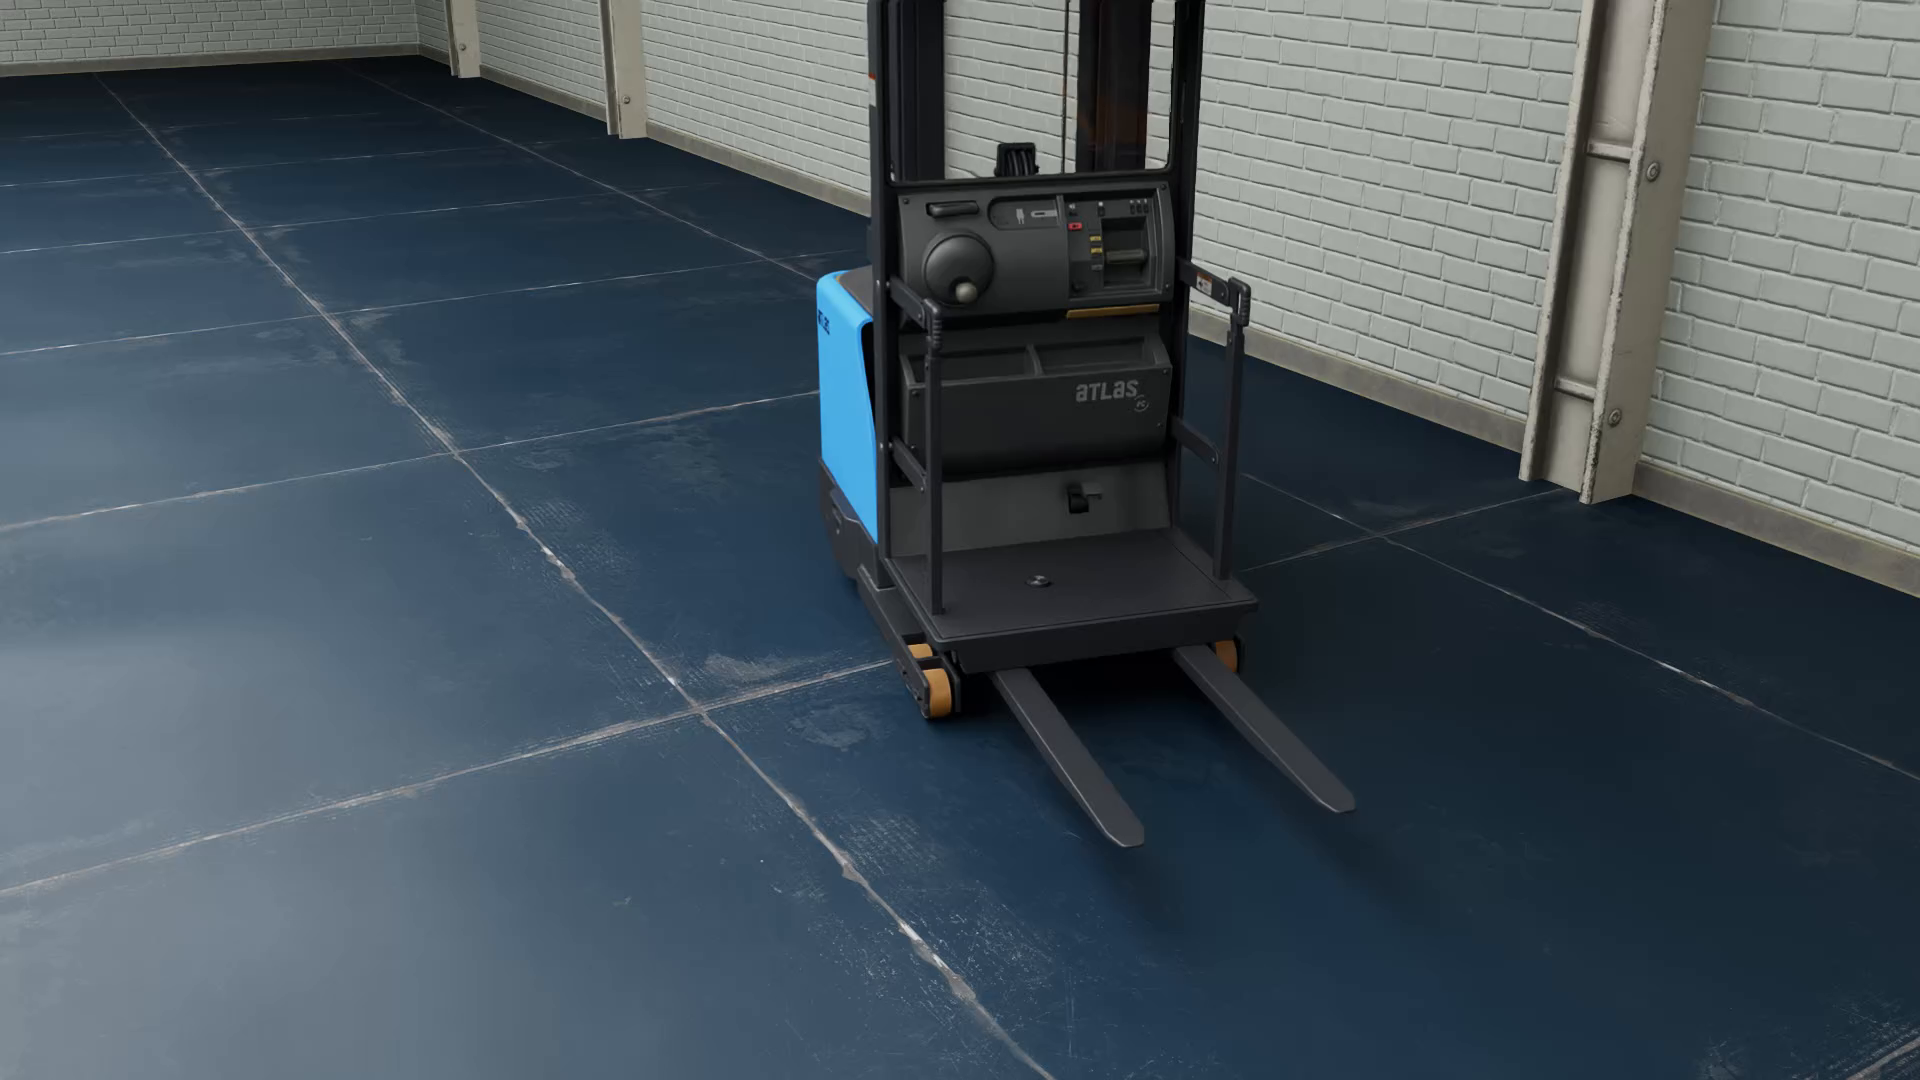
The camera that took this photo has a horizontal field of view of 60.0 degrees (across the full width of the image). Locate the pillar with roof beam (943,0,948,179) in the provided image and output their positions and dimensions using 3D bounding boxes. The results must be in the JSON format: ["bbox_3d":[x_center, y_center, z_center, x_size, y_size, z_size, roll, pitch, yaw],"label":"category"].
[{"bbox_3d":[-4.017,-5.529,8.463,9.100,9.000,0.400,-13,25,-28],"label":"pillar with roof beam"}]

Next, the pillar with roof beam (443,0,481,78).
[{"bbox_3d":[-10.147,-9.413,18.020,9.100,9.000,0.400,-13,25,-28],"label":"pillar with roof beam"}]

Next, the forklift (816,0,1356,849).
[{"bbox_3d":[0.319,-0.943,5.239,1.130,2.935,3.031,-6,23,-15],"label":"forklift"}]

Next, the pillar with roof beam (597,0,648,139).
[{"bbox_3d":[-7.082,-7.471,13.242,9.100,9.000,0.400,-13,25,-28],"label":"pillar with roof beam"}]

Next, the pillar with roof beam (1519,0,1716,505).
[{"bbox_3d":[-0.952,-3.587,3.685,9.100,9.000,0.400,-13,25,-28],"label":"pillar with roof beam"}]
